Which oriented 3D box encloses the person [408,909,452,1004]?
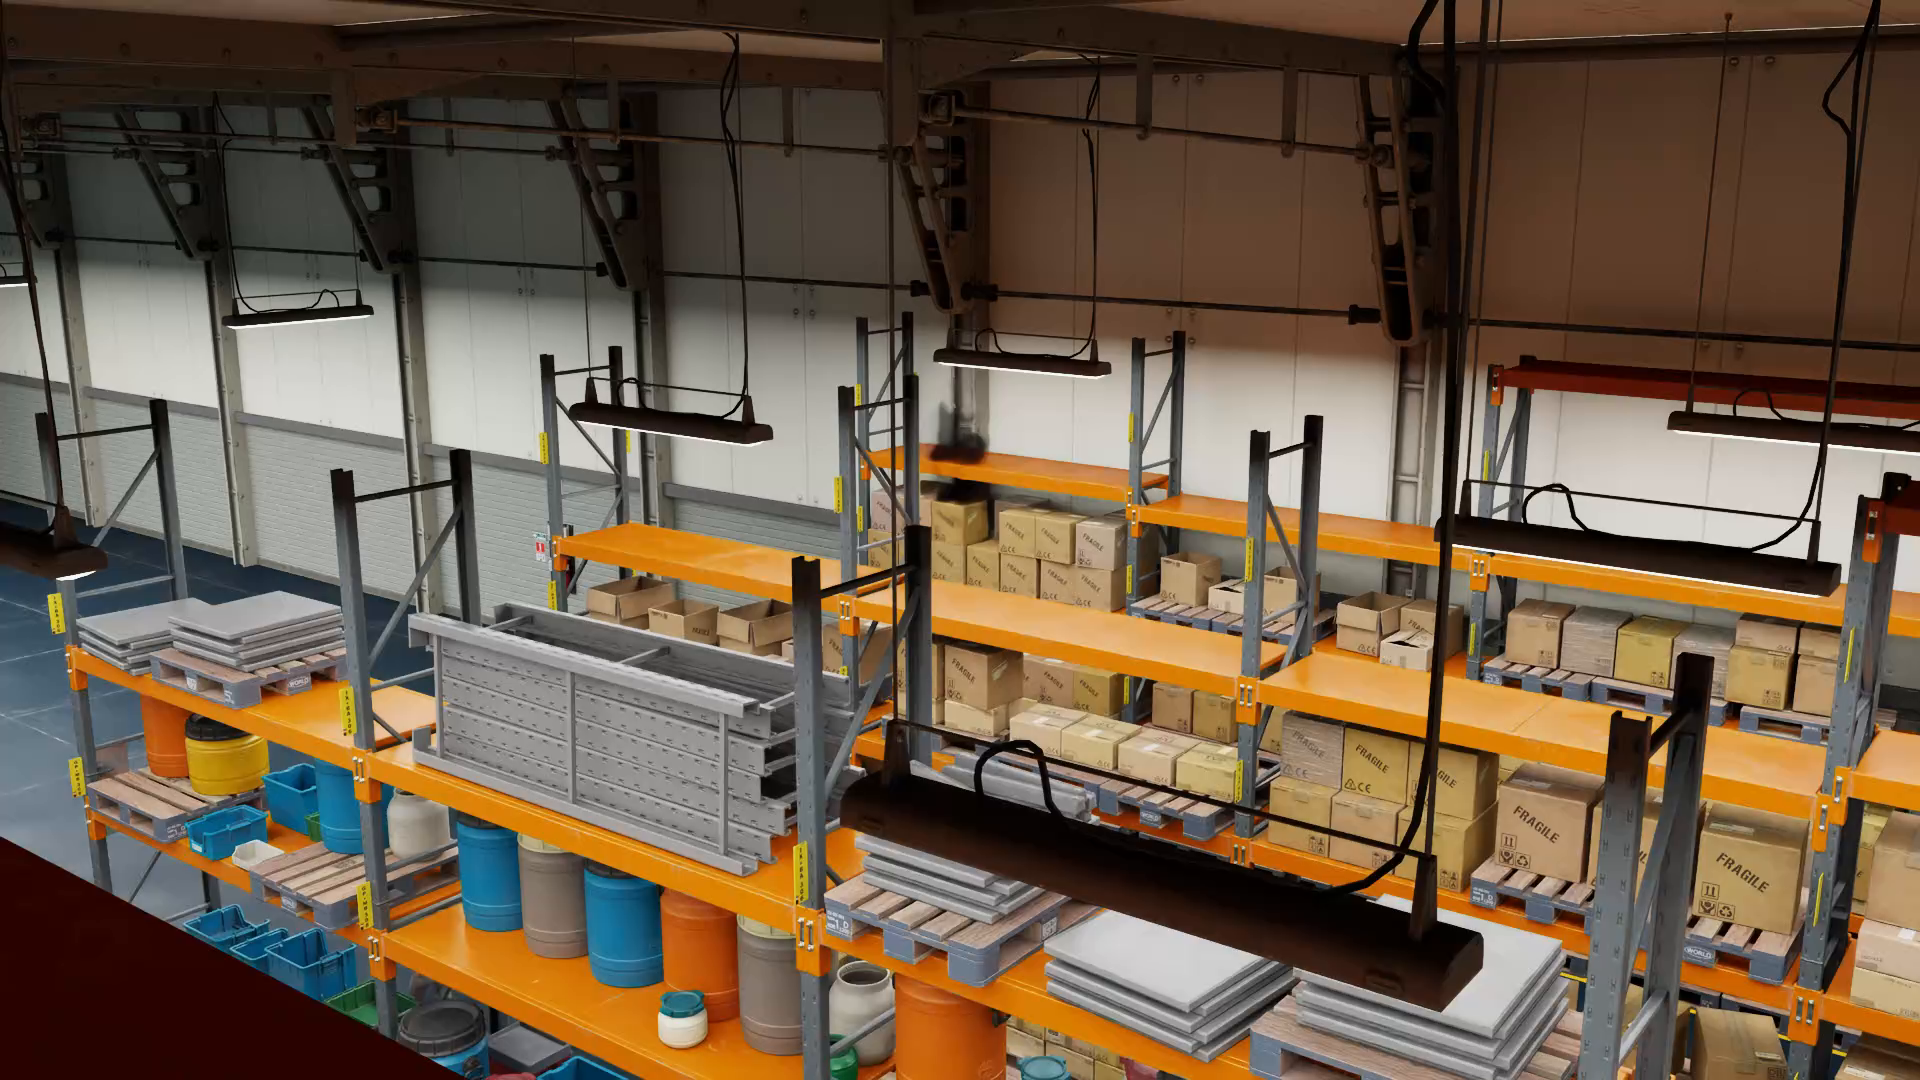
[{"bbox_3d":[-4.700,3.890,14.913,0.750,1.633,0.528,8,15,31],"label":"person"}]
